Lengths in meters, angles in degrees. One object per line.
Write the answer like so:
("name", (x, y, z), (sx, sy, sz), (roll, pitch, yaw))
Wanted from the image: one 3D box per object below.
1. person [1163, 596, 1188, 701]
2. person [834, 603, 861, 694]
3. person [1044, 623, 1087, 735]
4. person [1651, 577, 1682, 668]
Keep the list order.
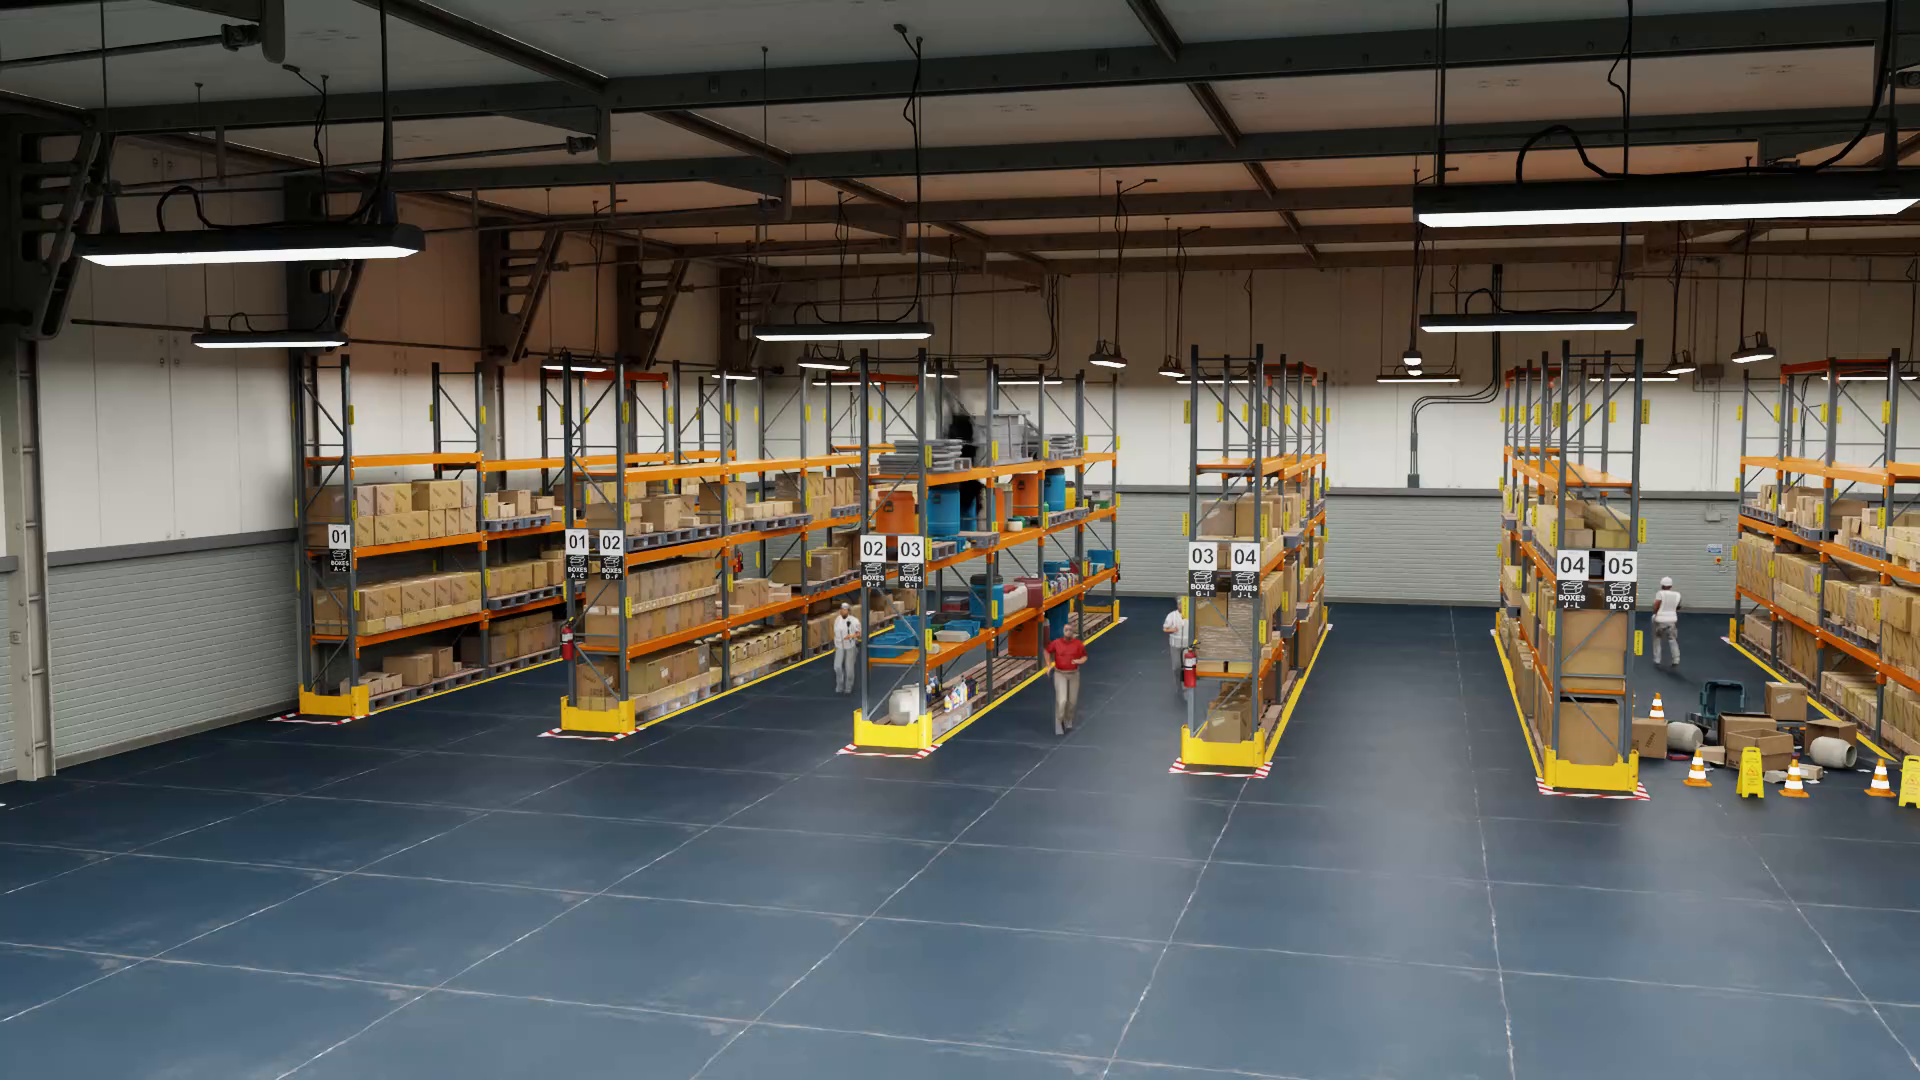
("person", (3.937, 1.883, 29.545), (0.655, 1.809, 0.917), (0, 4, 6))
("person", (-2.048, 1.952, 29.808), (0.581, 1.658, 0.638), (1, 4, 14))
("person", (1.681, 2.196, 26.144), (0.635, 1.772, 0.729), (0, 4, -6))
("person", (13.895, 1.645, 32.714), (0.665, 1.832, 0.893), (0, 4, 2))
